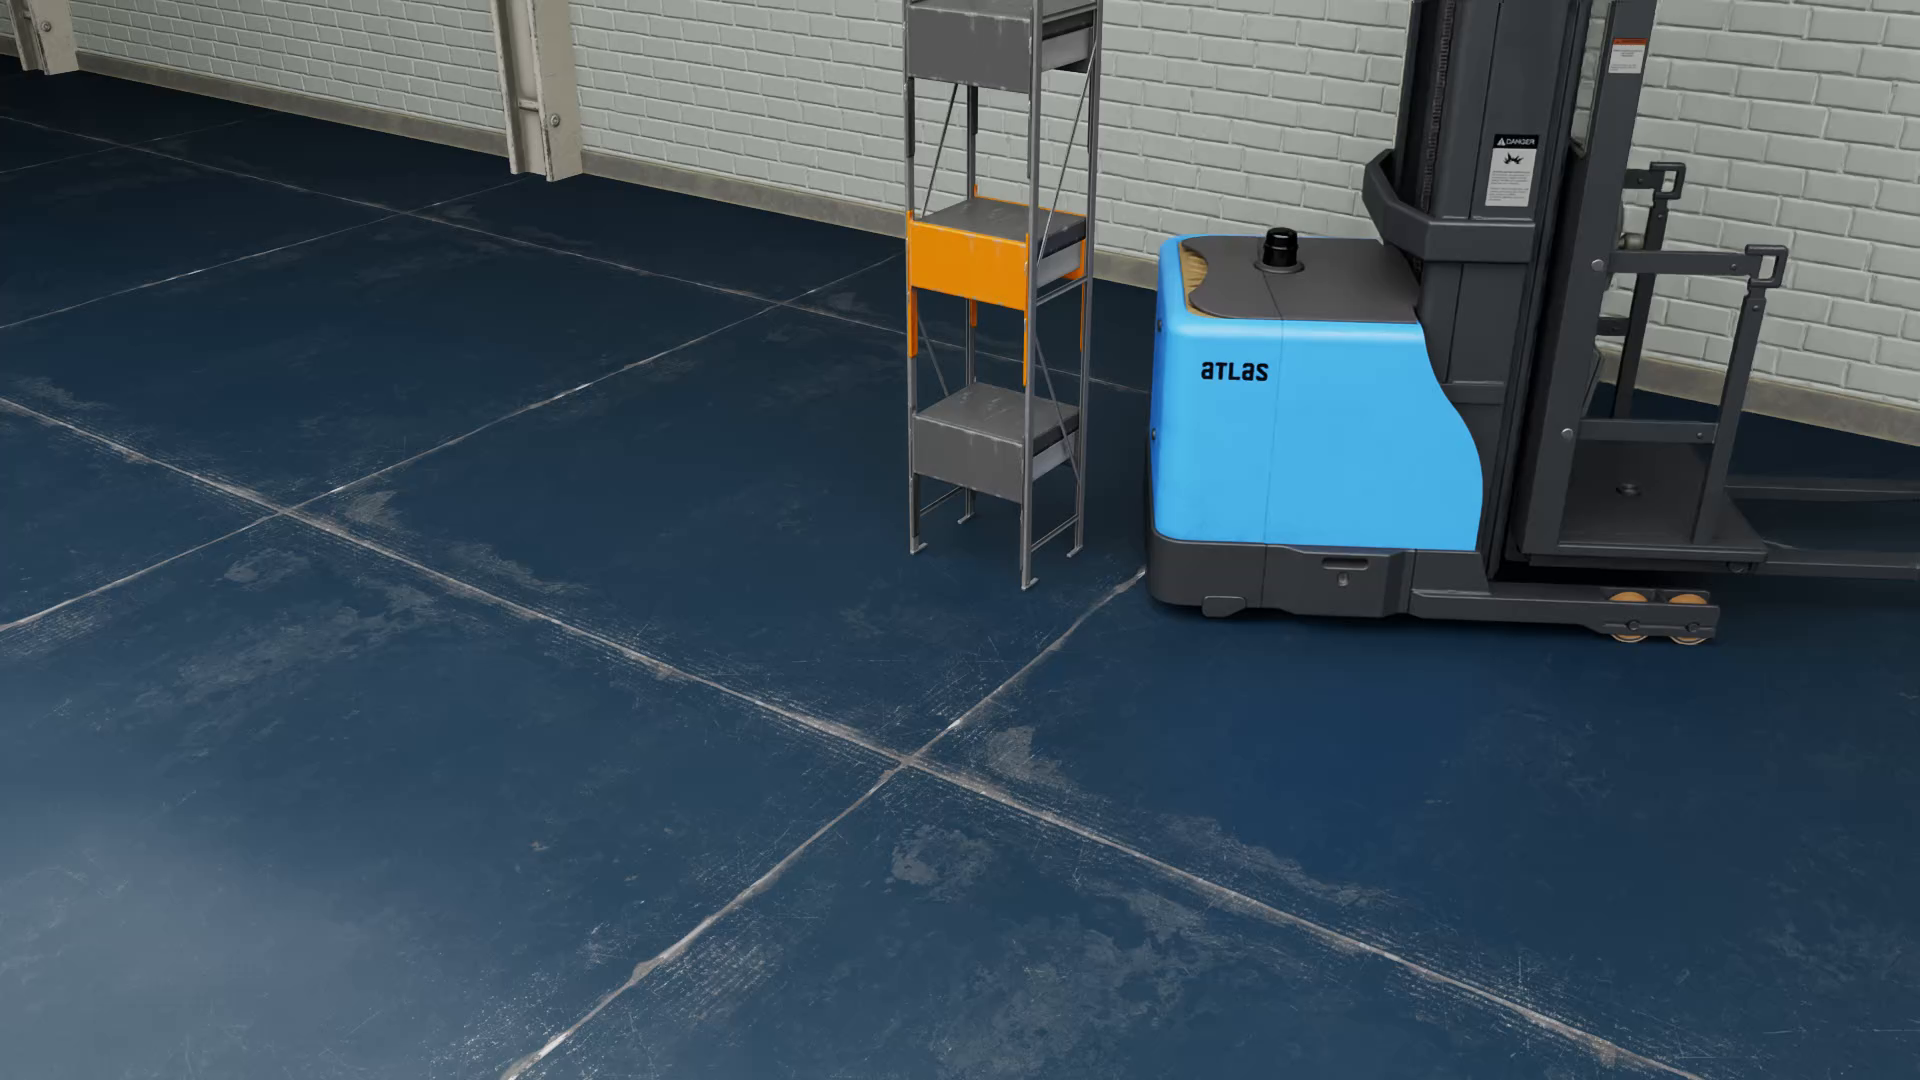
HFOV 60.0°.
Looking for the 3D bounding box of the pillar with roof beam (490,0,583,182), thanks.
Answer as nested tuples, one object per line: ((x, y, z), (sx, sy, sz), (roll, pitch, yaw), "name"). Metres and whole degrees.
((-5.172, -4.844, 5.847), (0.400, 9.000, 9.100), (17, 32, 30), "pillar with roof beam")

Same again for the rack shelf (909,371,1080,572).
((0.136, -0.257, 6.014), (0.480, 0.518, 0.431), (17, 32, 30), "rack shelf")

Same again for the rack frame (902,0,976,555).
((-0.065, -0.956, 5.813), (0.015, 2.100, 0.400), (17, 32, 30), "rack frame")

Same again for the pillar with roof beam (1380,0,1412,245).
((-0.226, -3.304, 2.820), (0.400, 9.000, 9.100), (17, 32, 30), "pillar with roof beam")

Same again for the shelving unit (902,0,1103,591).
((0.136, -0.893, 5.690), (0.503, 2.100, 0.431), (17, 32, 30), "shelving unit")

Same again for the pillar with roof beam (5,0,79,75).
((-10.118, -6.385, 8.875), (0.400, 9.000, 9.100), (17, 32, 30), "pillar with roof beam")

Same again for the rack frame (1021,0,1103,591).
((0.338, -0.831, 5.567), (0.015, 2.100, 0.400), (17, 32, 30), "rack frame")

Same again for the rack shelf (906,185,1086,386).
((0.136, -0.881, 5.696), (0.480, 0.518, 0.431), (17, 32, 30), "rack shelf")

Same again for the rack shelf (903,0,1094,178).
((0.136, -1.505, 5.379), (0.480, 0.518, 0.431), (17, 32, 30), "rack shelf")

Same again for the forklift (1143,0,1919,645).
((2.193, -1.207, 5.391), (3.031, 2.935, 1.130), (2, 27, 4), "forklift")
